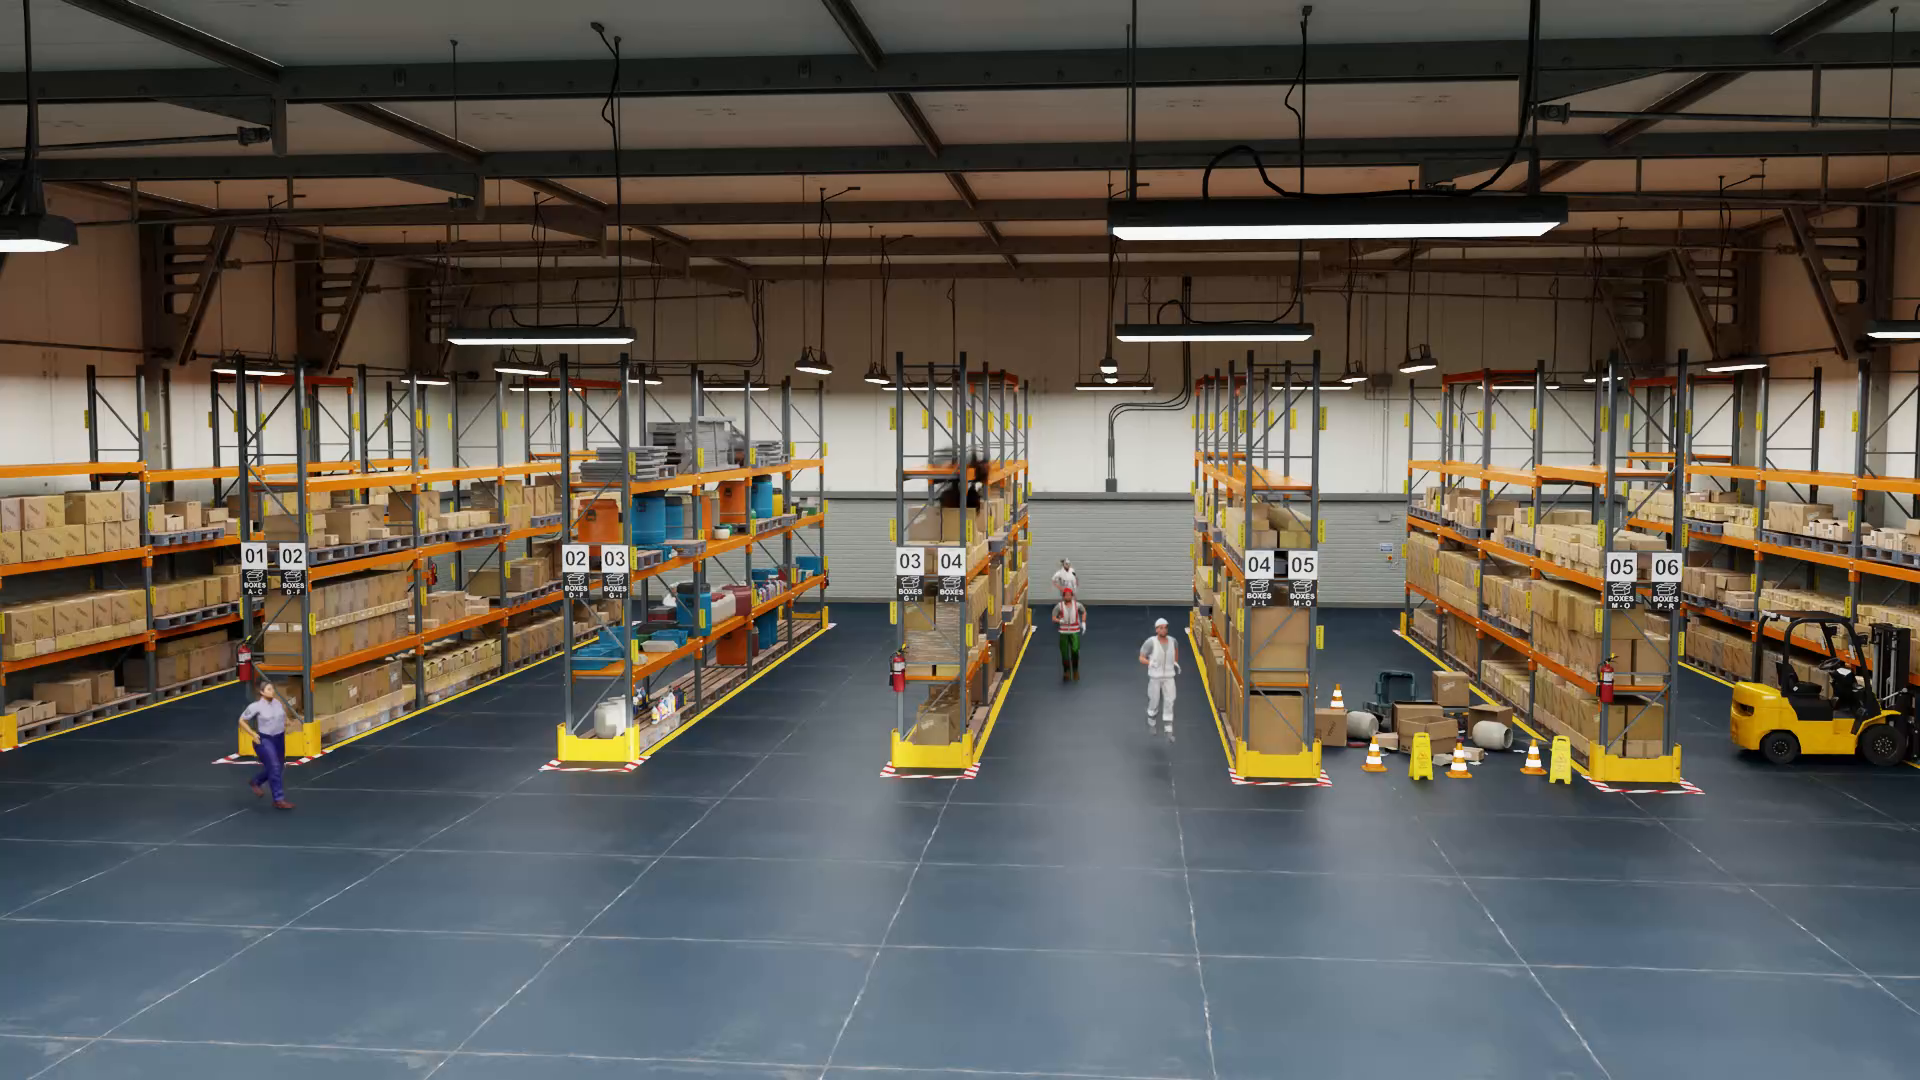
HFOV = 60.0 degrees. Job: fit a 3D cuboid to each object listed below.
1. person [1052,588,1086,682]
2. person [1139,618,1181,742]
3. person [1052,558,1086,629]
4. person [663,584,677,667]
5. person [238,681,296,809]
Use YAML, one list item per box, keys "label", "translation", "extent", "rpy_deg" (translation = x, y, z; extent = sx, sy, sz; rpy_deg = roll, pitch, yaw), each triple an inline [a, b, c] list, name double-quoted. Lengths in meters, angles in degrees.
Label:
- label: "person"
  translation: [2.102, 1.833, 32.109]
  extent: [0.674, 1.821, 0.669]
  rpy_deg: [0, 4, 3]
- label: "person"
  translation: [2.998, 2.073, 24.799]
  extent: [0.655, 1.817, 0.950]
  rpy_deg: [-1, 4, -8]
- label: "person"
  translation: [2.570, 1.283, 40.401]
  extent: [0.701, 1.737, 0.898]
  rpy_deg: [-4, 6, -42]
- label: "person"
  translation: [-5.921, 1.748, 34.502]
  extent: [0.578, 1.672, 1.036]
  rpy_deg: [0, 4, 5]
- label: "person"
  translation: [-8.983, 2.643, 21.598]
  extent: [0.913, 1.623, 0.615]
  rpy_deg: [2, 4, 23]
